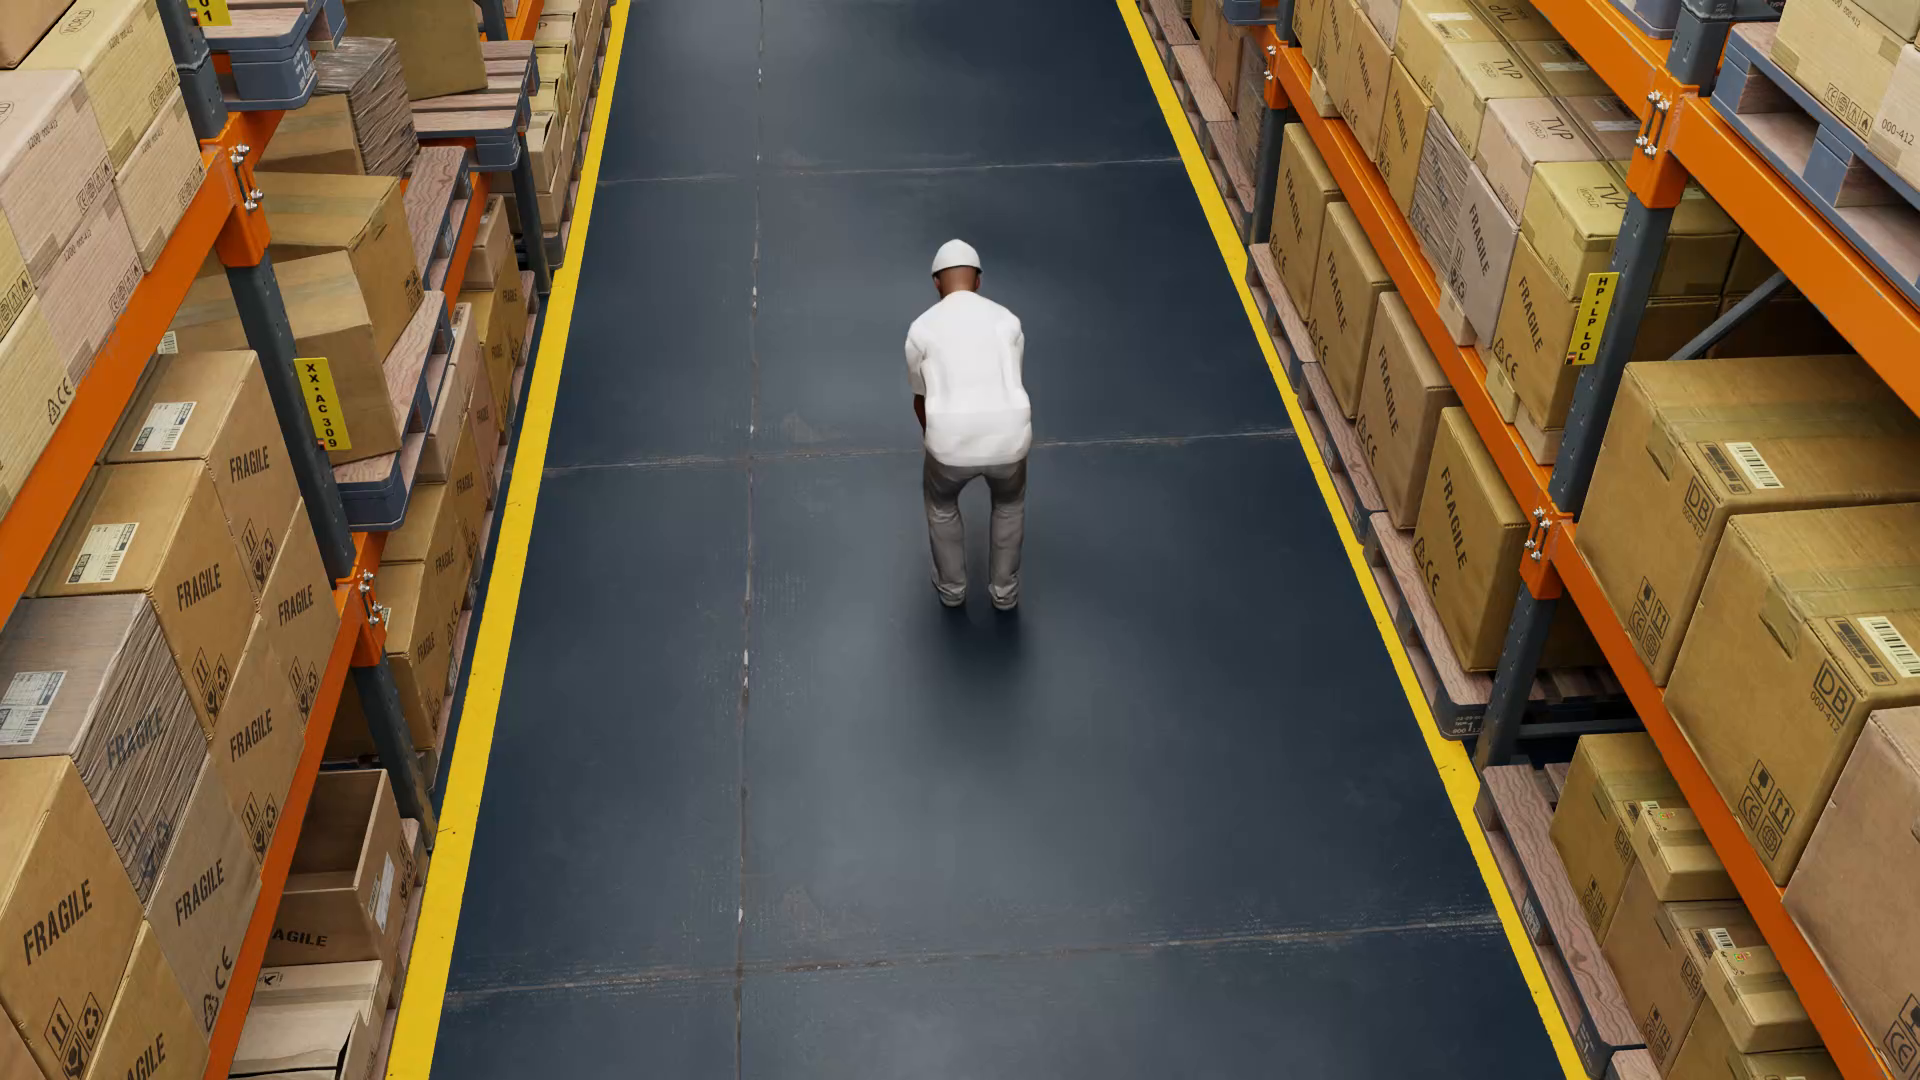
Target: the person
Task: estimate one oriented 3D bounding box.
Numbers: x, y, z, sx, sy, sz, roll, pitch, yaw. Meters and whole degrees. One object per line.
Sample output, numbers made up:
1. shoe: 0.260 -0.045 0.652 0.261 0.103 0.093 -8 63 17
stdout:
1. person: 0.026 -0.448 6.937 0.488 1.454 0.857 -4 39 -5
